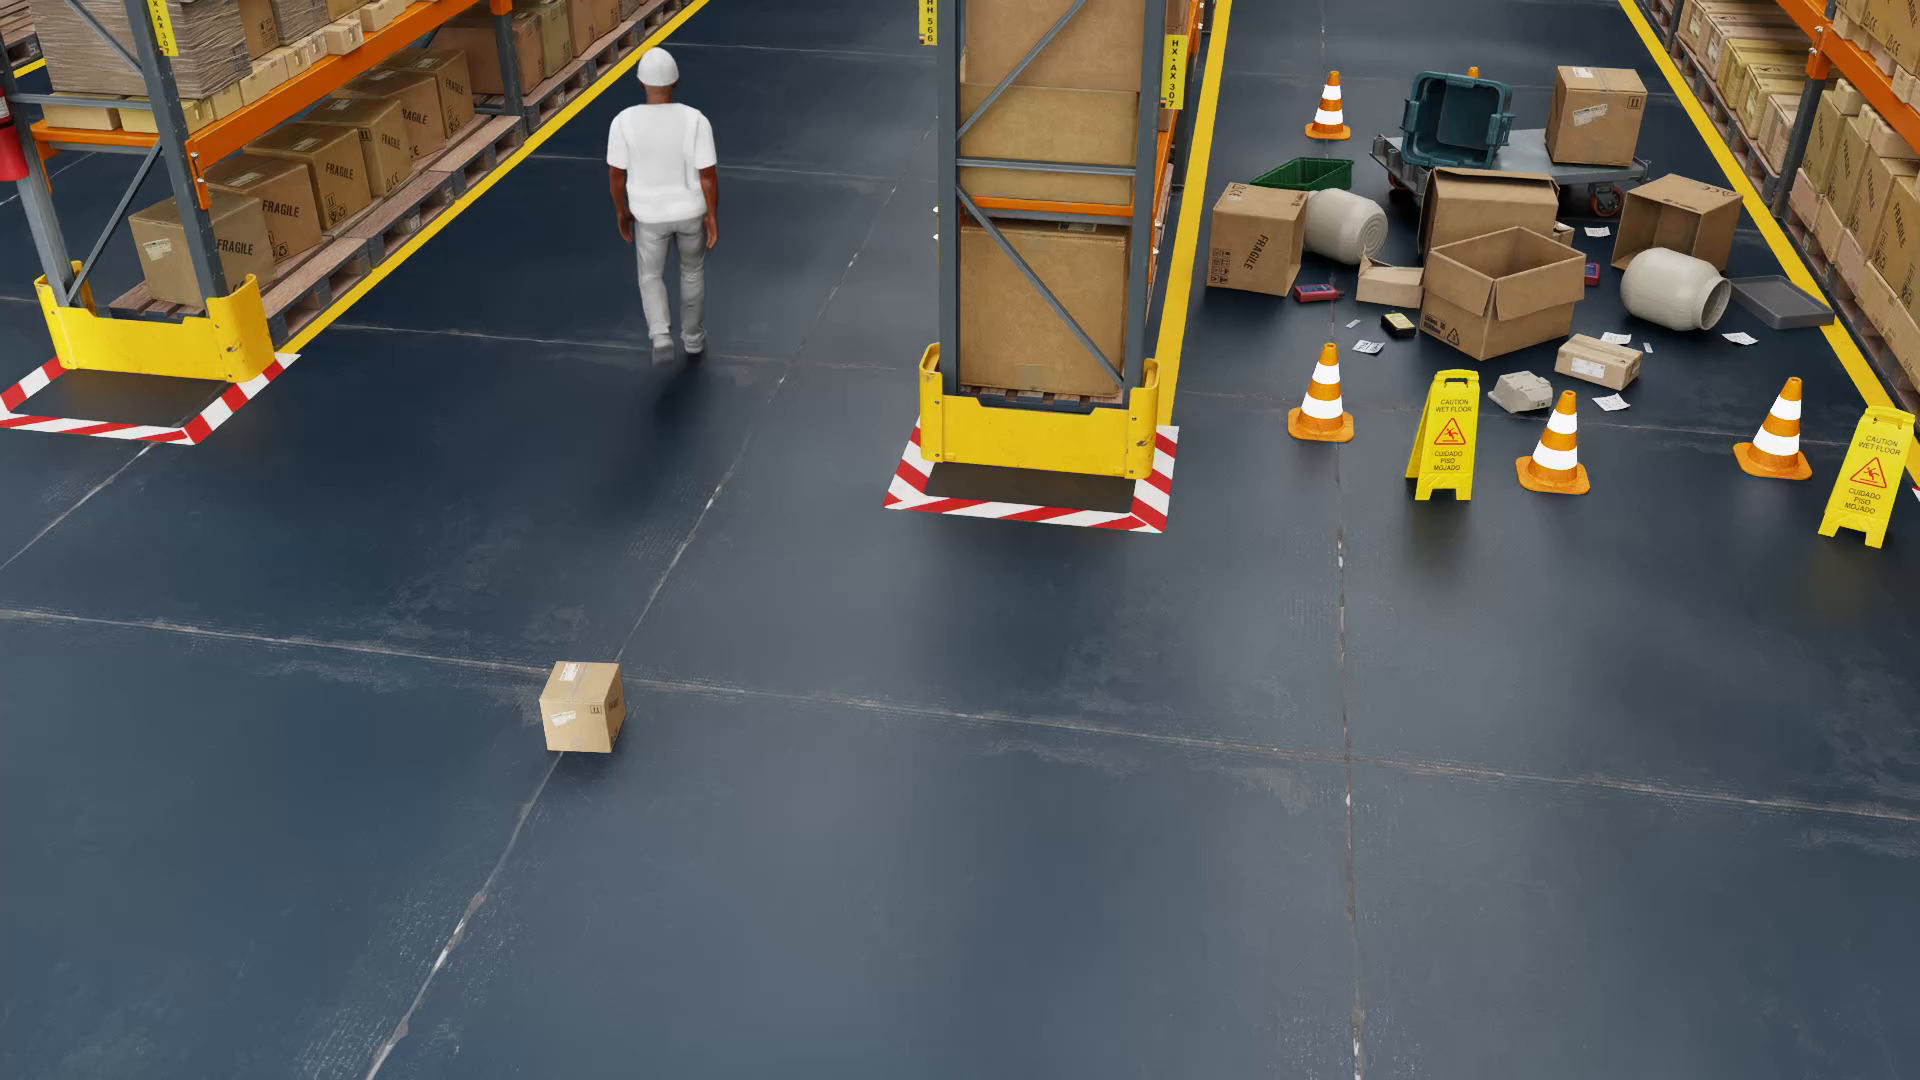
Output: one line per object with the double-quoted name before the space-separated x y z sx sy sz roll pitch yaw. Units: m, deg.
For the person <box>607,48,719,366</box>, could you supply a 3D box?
"person" -1.561 -1.741 8.861 0.568 1.747 0.777 -5 33 -8
